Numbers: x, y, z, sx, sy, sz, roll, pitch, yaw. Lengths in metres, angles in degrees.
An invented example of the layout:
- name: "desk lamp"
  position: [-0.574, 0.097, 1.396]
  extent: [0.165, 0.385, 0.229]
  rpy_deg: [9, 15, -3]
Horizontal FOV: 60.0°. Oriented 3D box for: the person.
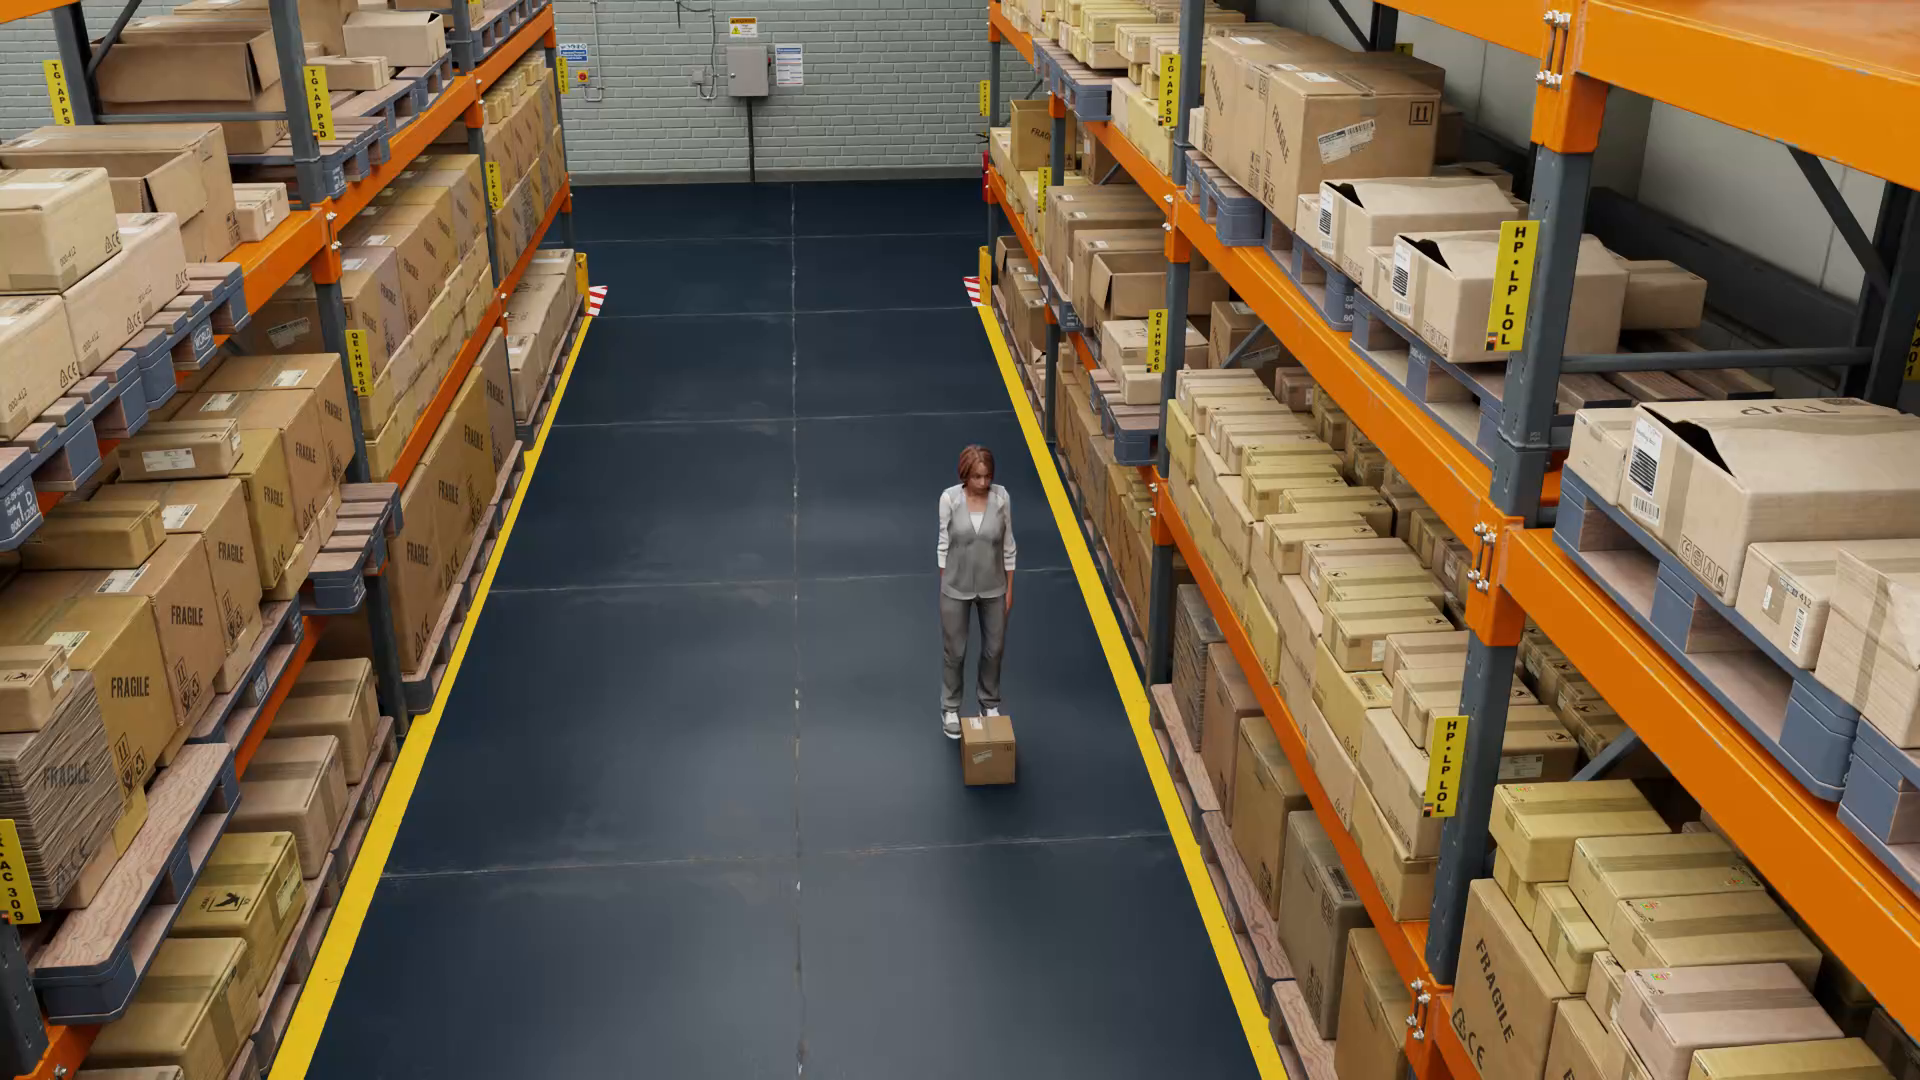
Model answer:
- name: "person"
  position: [0.088, 0.269, 8.544]
  extent: [0.407, 1.589, 0.305]
  rpy_deg: [-4, 24, -8]
